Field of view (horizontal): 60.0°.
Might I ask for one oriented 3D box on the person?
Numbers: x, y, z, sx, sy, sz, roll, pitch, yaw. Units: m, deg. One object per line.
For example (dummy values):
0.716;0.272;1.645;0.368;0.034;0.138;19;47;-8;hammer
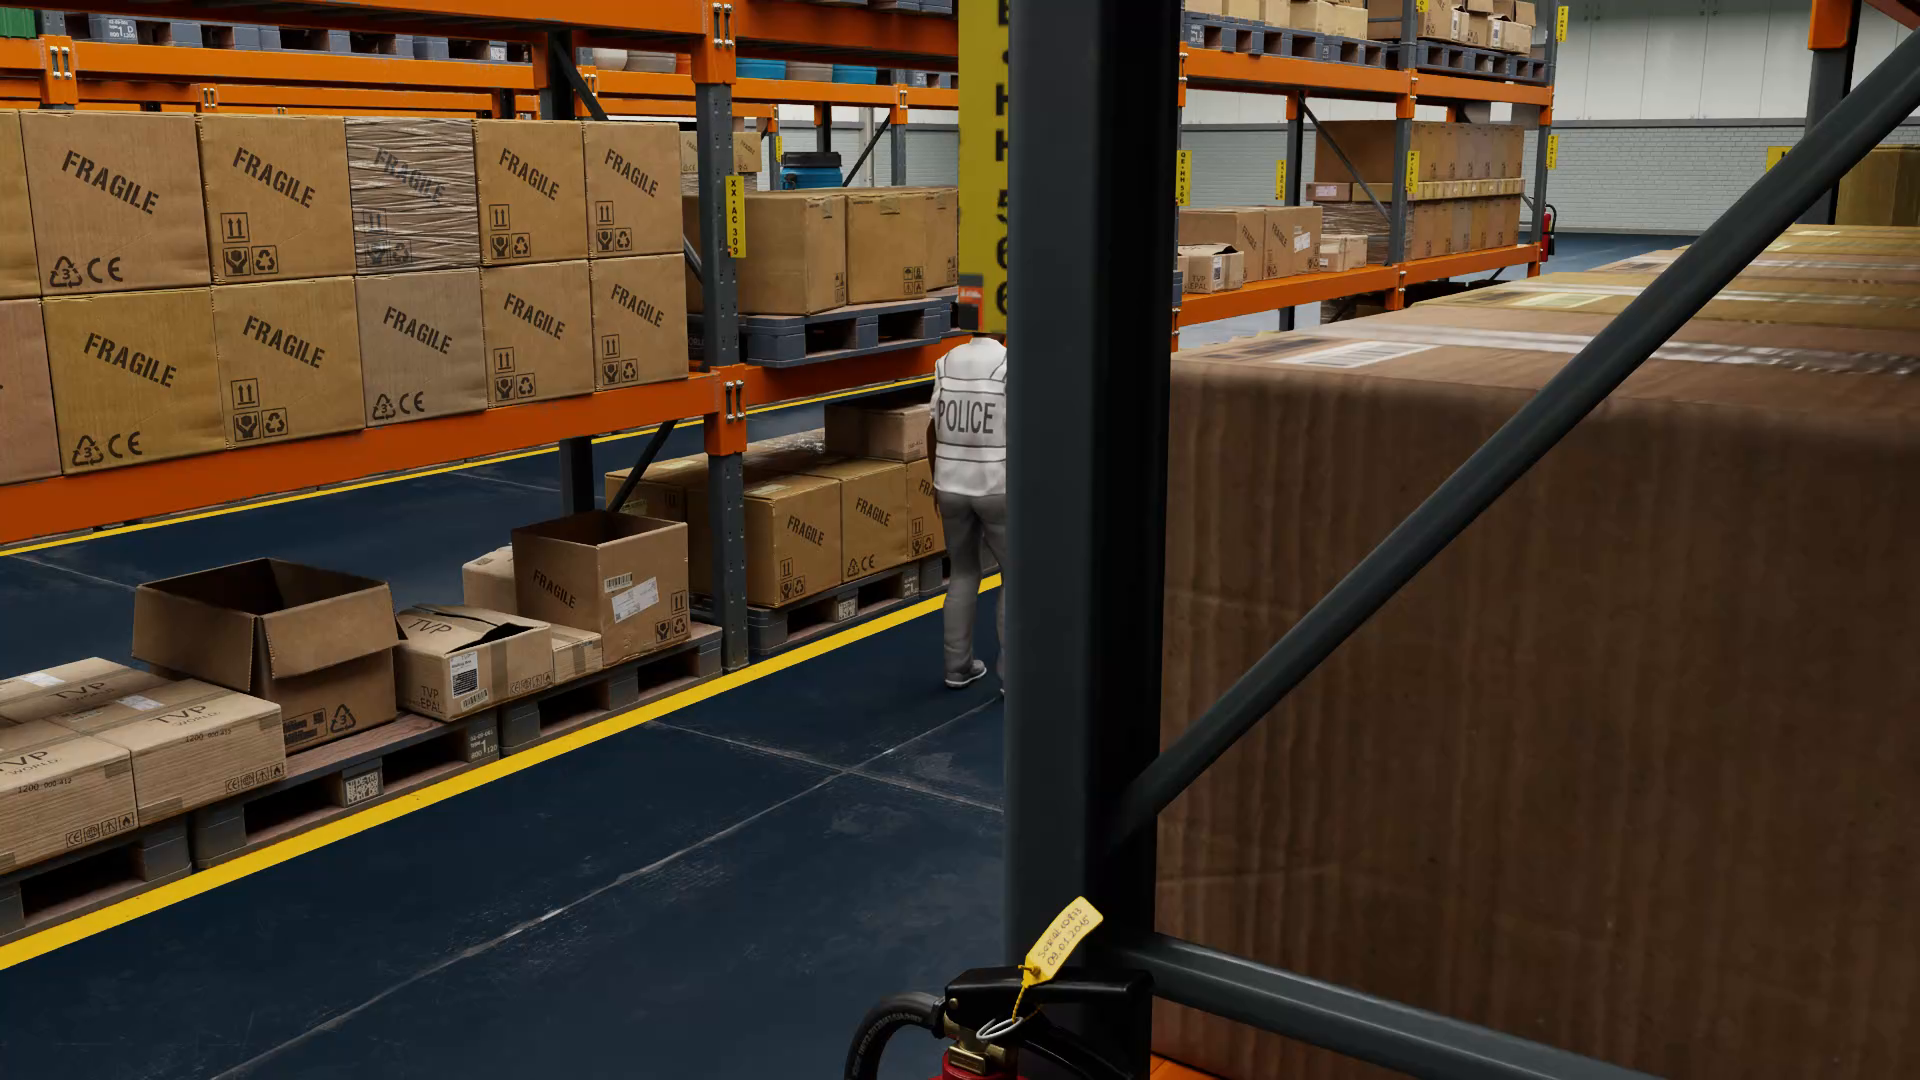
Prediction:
0.114;-0.195;6.814;0.533;1.664;0.391;7;15;28;person
